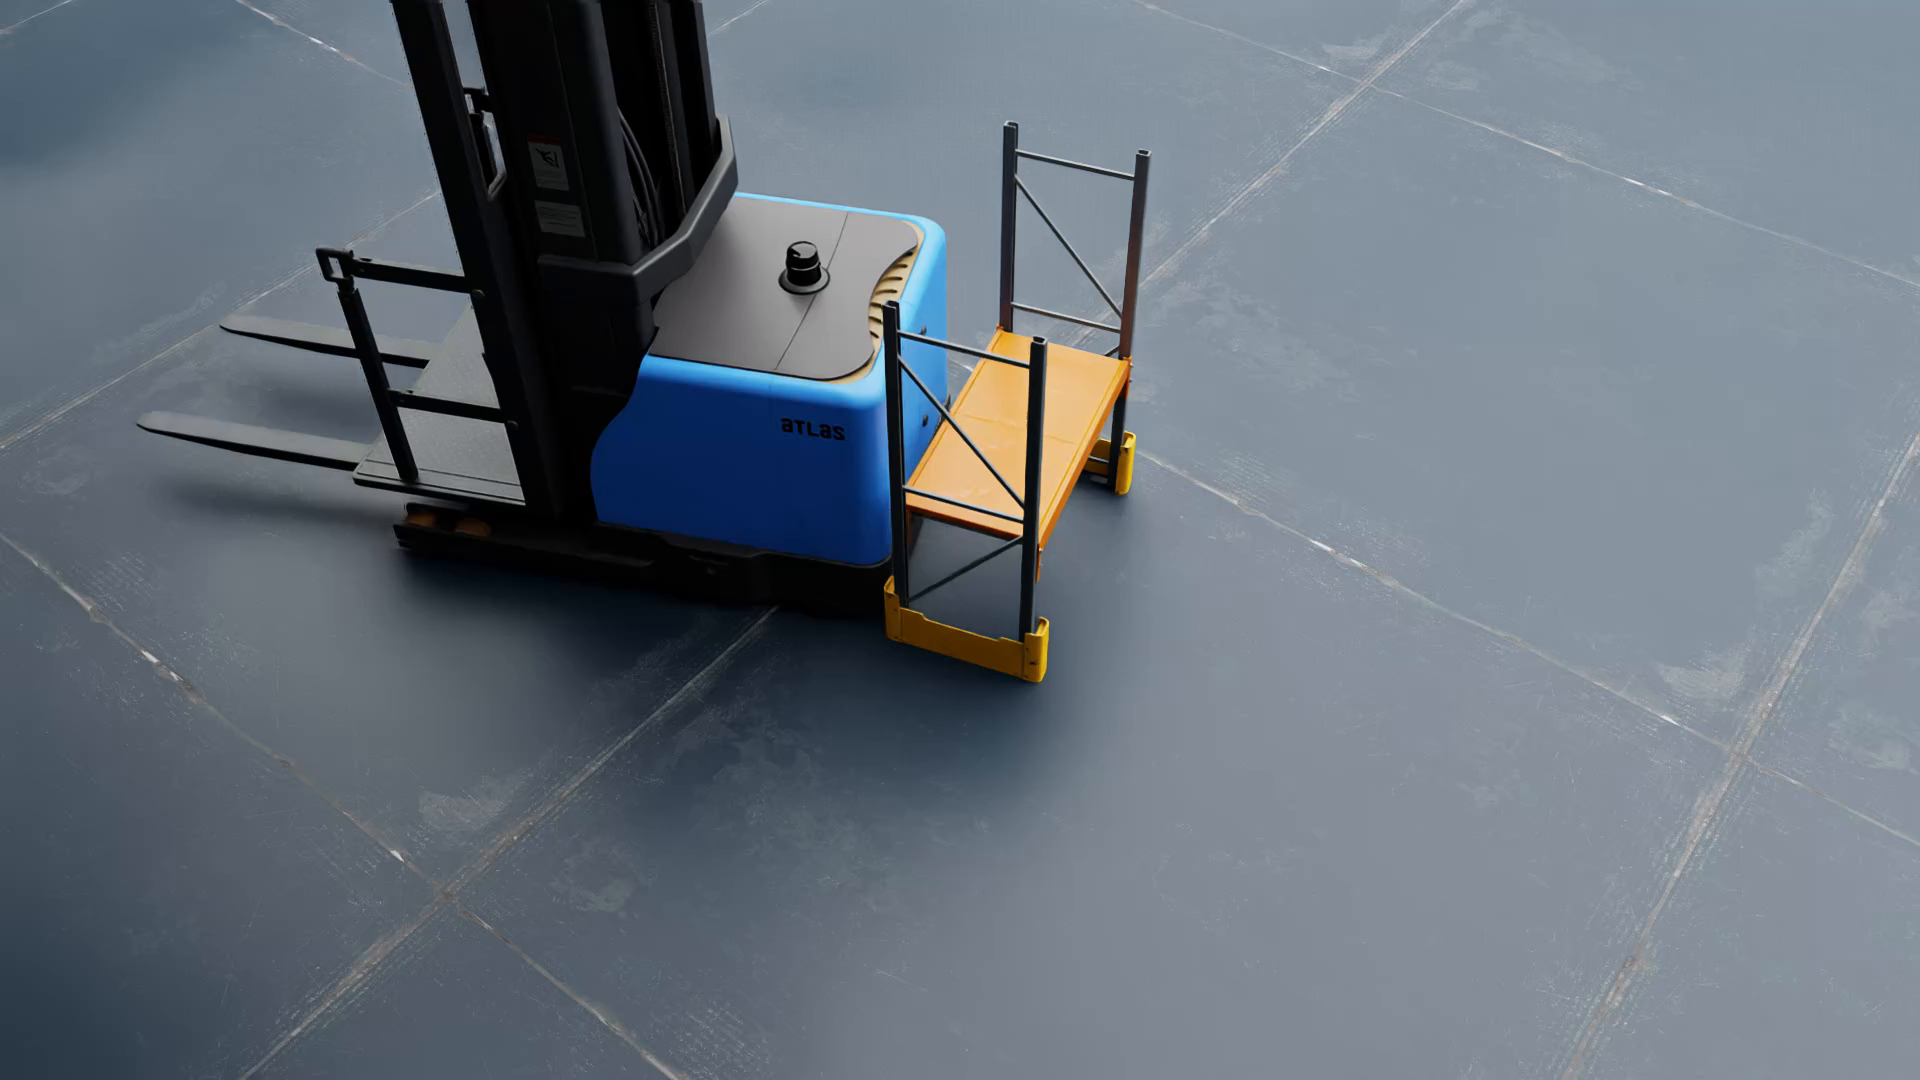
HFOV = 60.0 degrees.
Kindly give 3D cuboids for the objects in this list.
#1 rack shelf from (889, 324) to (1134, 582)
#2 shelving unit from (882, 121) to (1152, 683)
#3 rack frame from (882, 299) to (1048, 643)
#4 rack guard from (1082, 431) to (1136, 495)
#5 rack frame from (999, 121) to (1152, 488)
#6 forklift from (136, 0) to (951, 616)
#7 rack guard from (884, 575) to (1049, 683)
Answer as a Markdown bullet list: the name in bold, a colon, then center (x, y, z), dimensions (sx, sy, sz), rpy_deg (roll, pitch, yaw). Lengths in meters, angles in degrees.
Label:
- **rack shelf**: center (0.197, -0.328, 5.775), dimensions (0.538, 0.185, 1.000), rpy_deg (16, 48, 15)
- **shelving unit**: center (0.200, -0.458, 5.650), dimensions (0.587, 1.500, 1.083), rpy_deg (16, 48, 15)
- **rack frame**: center (0.012, -0.110, 5.317), dimensions (0.500, 1.500, 0.032), rpy_deg (16, 48, 15)
- **rack guard**: center (0.381, -0.362, 6.423), dimensions (0.587, 0.250, 0.087), rpy_deg (16, 48, 15)
- **rack frame**: center (0.382, -0.794, 5.972), dimensions (0.500, 1.500, 0.032), rpy_deg (16, 48, 15)
- **forklift**: center (-1.608, -1.297, 5.462), dimensions (3.031, 2.935, 1.130), rpy_deg (9, 47, 9)
- **rack guard**: center (0.019, 0.309, 5.782), dimensions (0.587, 0.250, 0.087), rpy_deg (16, 48, 15)
